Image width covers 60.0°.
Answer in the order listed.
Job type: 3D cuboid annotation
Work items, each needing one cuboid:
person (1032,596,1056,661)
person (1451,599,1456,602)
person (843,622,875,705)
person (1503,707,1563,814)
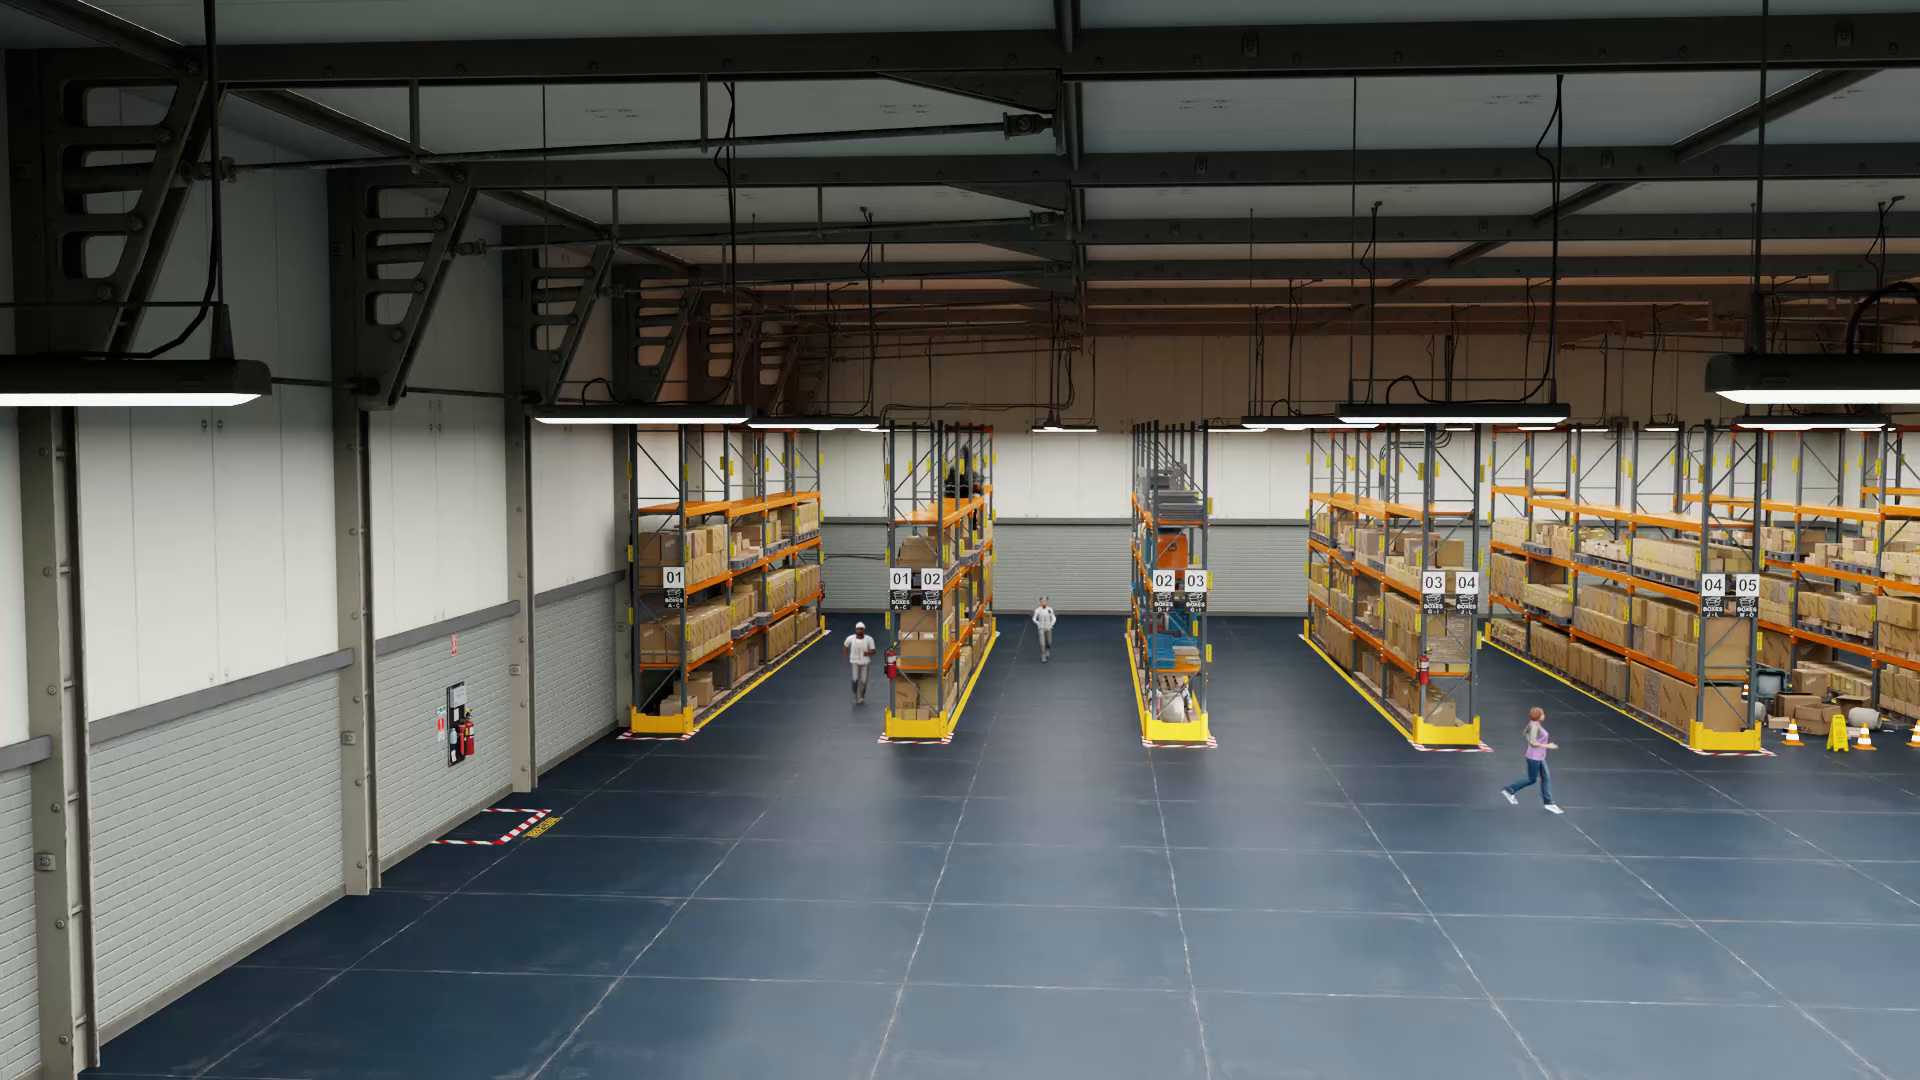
[{"bbox_3d":[2.139,2.238,42.020,0.611,1.649,0.569,0,4,-4],"label":"person"},{"bbox_3d":[14.091,1.891,47.278,0.691,1.741,0.867,-3,5,-37],"label":"person"},{"bbox_3d":[-2.128,2.617,35.163,0.674,1.754,0.681,0,4,-6],"label":"person"},{"bbox_3d":[8.692,3.320,25.199,0.877,1.605,0.538,2,4,27],"label":"person"}]
